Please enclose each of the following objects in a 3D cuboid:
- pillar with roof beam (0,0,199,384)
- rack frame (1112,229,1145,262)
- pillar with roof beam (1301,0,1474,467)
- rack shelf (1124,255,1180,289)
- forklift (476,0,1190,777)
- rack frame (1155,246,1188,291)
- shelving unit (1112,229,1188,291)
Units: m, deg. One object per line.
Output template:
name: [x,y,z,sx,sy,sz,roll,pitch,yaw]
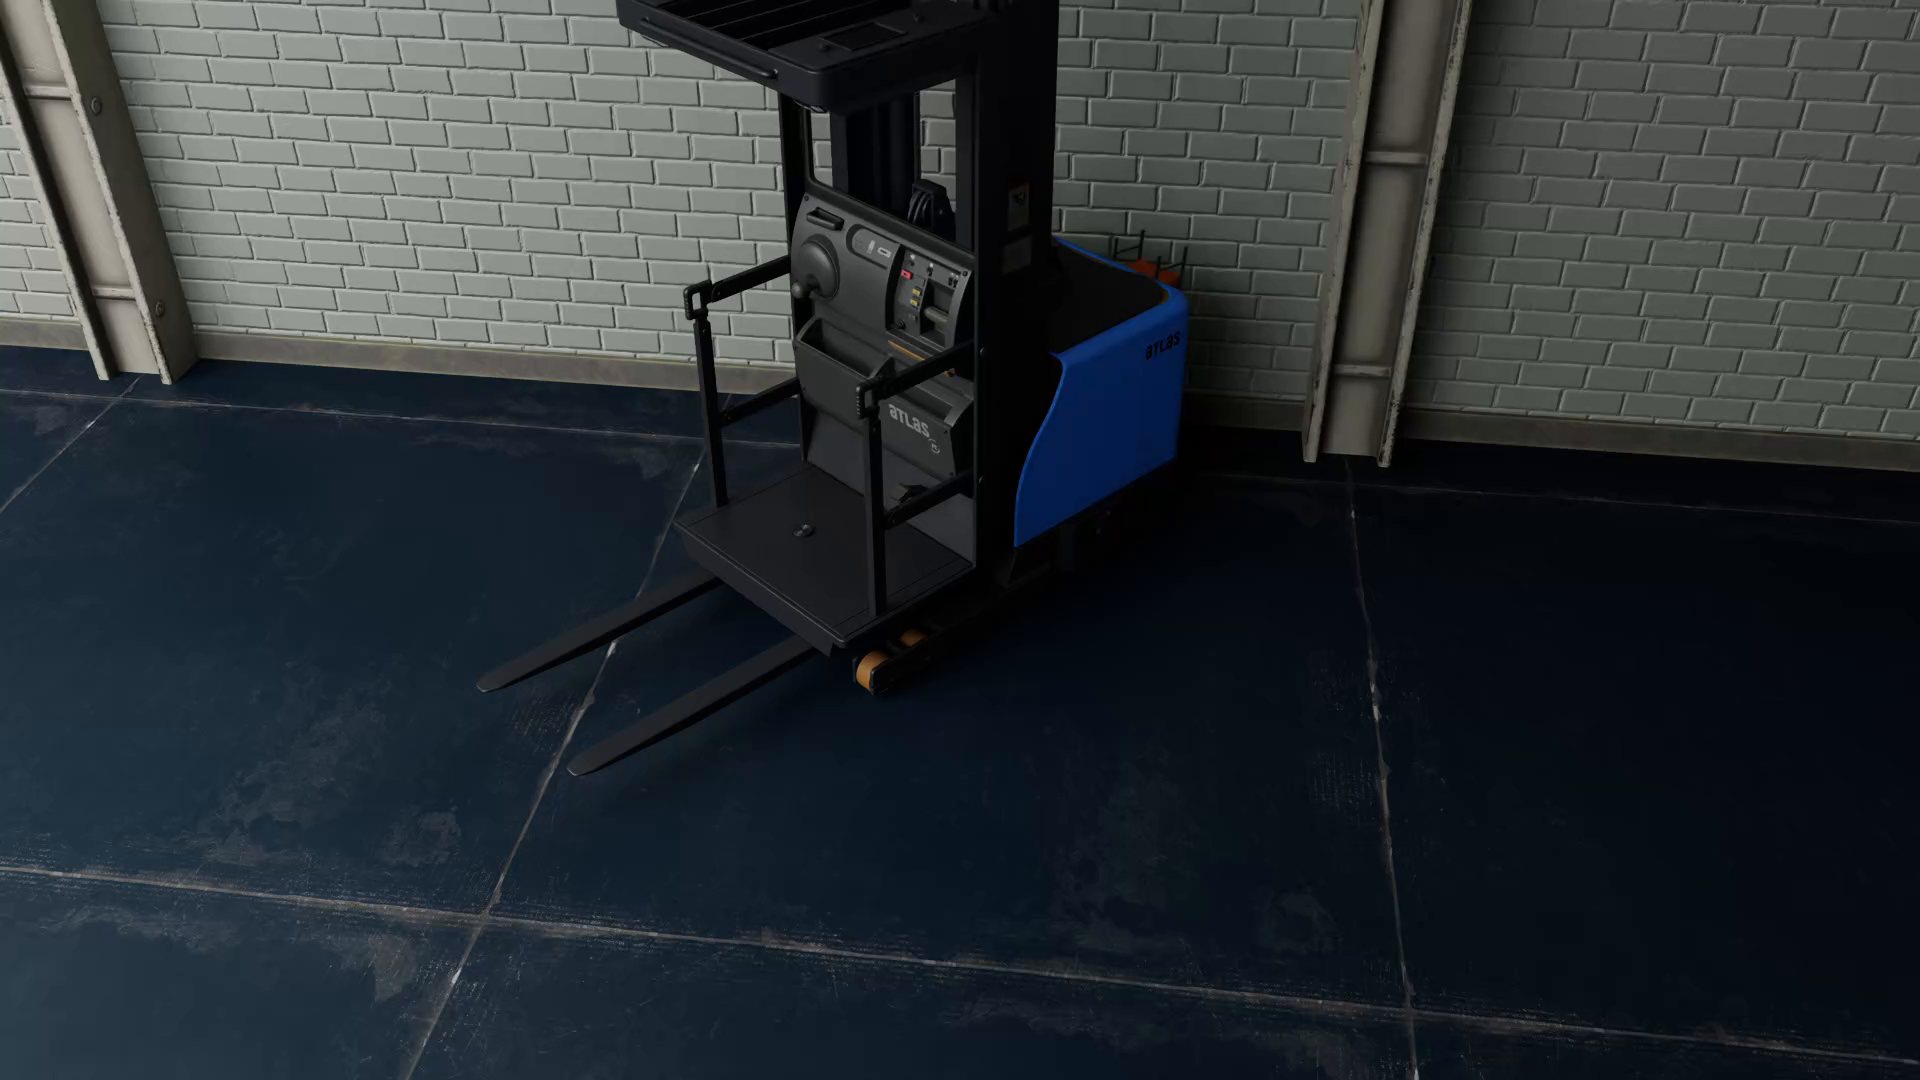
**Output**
pillar with roof beam: [-4.677,-2.067,2.399,0.400,9.000,9.100,4,36,6]
rack frame: [0.708,-0.900,7.590,0.200,1.050,0.008,-24,42,-39]
pillar with roof beam: [1.274,-1.623,1.777,0.400,9.000,9.100,4,36,6]
rack shelf: [0.815,-1.082,7.378,0.215,0.259,0.240,-24,42,-39]
forklift: [-0.455,-0.943,6.048,3.031,2.935,1.130,-29,45,-34]
rack frame: [0.880,-0.799,7.449,0.200,1.050,0.008,-24,42,-39]
shelving unit: [0.794,-0.849,7.519,0.215,1.050,0.252,-24,42,-39]
